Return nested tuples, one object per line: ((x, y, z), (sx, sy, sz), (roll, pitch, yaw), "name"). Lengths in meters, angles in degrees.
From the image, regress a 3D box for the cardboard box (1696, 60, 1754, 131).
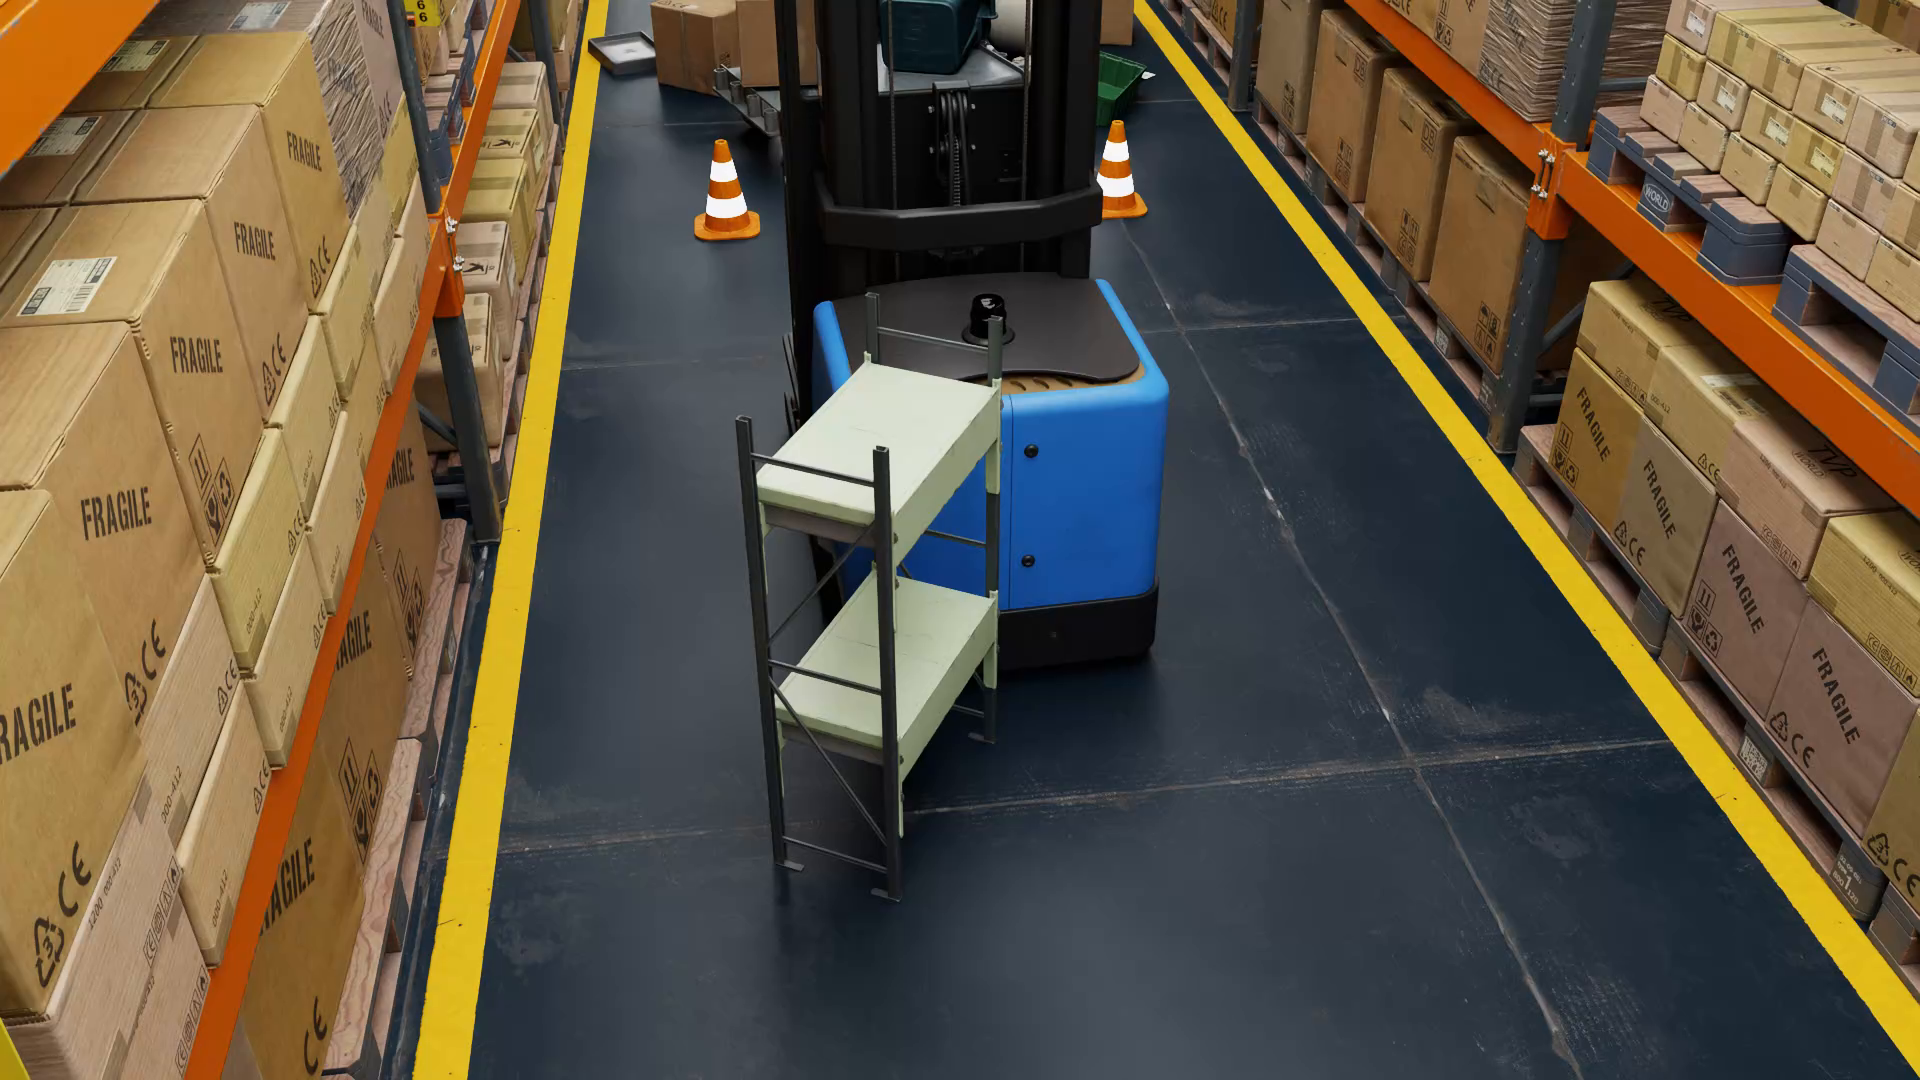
((2.572, -1.408, 5.239), (0.380, 0.149, 0.250), (-3, 34, -4), "cardboard box")

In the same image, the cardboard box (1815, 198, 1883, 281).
((2.676, -0.857, 4.694), (0.380, 0.149, 0.250), (-3, 34, -5), "cardboard box")

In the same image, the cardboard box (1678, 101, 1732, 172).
((2.563, -1.307, 5.354), (0.380, 0.149, 0.250), (-3, 34, -4), "cardboard box")

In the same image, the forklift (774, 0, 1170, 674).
((-0.114, -1.560, 5.937), (1.130, 2.935, 3.031), (-6, 35, -9), "forklift")

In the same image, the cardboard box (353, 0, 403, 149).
((-1.895, -1.406, 4.673), (0.500, 0.500, 0.500), (-5, 35, -8), "cardboard box")

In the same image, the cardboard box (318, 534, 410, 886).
((-2.098, 0.374, 4.551), (0.875, 0.875, 0.875), (-4, 34, -6), "cardboard box")

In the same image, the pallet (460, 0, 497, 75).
((-2.531, -2.243, 7.047), (1.003, 0.211, 1.213), (-4, 35, -6), "pallet")

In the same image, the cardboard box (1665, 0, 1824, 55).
((2.538, -1.692, 5.391), (0.380, 0.149, 0.250), (-4, 35, -6), "cardboard box")

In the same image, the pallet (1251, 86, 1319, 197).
((2.308, -2.306, 9.447), (1.003, 0.211, 1.213), (-4, 35, -6), "pallet")

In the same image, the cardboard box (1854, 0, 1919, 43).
((3.188, -1.728, 5.444), (0.380, 0.149, 0.250), (-6, 35, -8), "cardboard box")

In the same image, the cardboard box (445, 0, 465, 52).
((-2.096, -1.957, 6.308), (0.380, 0.149, 0.250), (-4, 34, -6), "cardboard box")

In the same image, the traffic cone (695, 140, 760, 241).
((-1.208, -1.818, 8.507), (0.336, 0.463, 0.334), (-4, 35, -6), "traffic cone")

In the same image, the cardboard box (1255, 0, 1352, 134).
((2.302, -2.788, 9.302), (1.050, 0.750, 0.750), (-5, 35, -7), "cardboard box")

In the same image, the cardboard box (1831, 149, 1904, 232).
((2.678, -0.980, 4.610), (0.380, 0.149, 0.250), (-4, 35, -6), "cardboard box")

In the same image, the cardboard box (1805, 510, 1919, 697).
((2.714, 0.152, 4.544), (0.500, 0.250, 0.500), (-6, 35, -8), "cardboard box")

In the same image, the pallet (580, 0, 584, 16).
((-3.216, -4.034, 11.982), (1.003, 0.211, 1.213), (-4, 35, -6), "pallet")

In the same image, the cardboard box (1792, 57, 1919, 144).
((2.640, -1.260, 4.757), (0.380, 0.149, 0.250), (-6, 35, -8), "cardboard box")

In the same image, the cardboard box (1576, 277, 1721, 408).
((2.520, -0.699, 5.793), (0.500, 0.250, 0.500), (-6, 35, -9), "cardboard box")

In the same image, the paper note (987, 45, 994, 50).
((0.133, -3.273, 11.032), (0.172, 0.023, 0.155), (7, 35, 10), "paper note")

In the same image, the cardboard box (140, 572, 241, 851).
((-1.564, 0.312, 2.818), (0.500, 0.250, 0.500), (-4, 34, -6), "cardboard box")

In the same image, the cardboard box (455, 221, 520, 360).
((-2.397, -1.035, 7.066), (0.950, 0.372, 0.625), (-5, 35, -7), "cardboard box")

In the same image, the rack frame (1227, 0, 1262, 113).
((2.129, -3.884, 9.285), (1.000, 3.000, 0.127), (-4, 35, -6), "rack frame")

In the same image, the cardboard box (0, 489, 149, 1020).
((-1.460, 0.290, 2.184), (0.500, 0.500, 0.500), (-4, 34, -6), "cardboard box")

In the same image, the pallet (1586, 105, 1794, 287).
((2.869, -1.183, 5.492), (1.213, 0.211, 1.003), (-4, 35, -6), "pallet")

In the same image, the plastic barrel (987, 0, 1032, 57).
((0.457, -3.336, 10.769), (0.512, 0.421, 0.421), (20, 39, 26), "plastic barrel")

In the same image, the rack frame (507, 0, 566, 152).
((-2.762, -3.452, 8.652), (1.000, 3.000, 0.127), (-4, 35, -6), "rack frame")

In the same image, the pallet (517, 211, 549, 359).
((-2.489, -1.183, 7.799), (1.003, 0.211, 1.213), (-4, 35, -6), "pallet")

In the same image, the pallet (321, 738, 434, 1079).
((-2.032, 1.057, 4.511), (1.003, 0.211, 1.213), (-4, 35, -6), "pallet")

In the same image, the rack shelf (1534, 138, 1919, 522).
((2.936, -0.238, 4.575), (1.077, 0.370, 4.000), (-4, 35, -6), "rack shelf")

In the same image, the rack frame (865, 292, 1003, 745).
((-0.073, -0.015, 4.940), (0.400, 1.500, 0.023), (13, 36, 19), "rack frame")

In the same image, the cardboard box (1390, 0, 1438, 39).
((2.208, -2.481, 7.139), (0.500, 0.500, 0.500), (-5, 35, -7), "cardboard box")

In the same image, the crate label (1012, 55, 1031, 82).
((0.452, -2.953, 10.461), (0.250, 0.136, 0.298), (27, 43, 34), "crate label")

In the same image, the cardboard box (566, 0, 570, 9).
((-2.658, -3.447, 10.047), (0.500, 0.500, 0.500), (-3, 34, -4), "cardboard box")

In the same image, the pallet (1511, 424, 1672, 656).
((2.771, -0.063, 6.155), (1.003, 0.211, 1.213), (-4, 35, -6), "pallet")

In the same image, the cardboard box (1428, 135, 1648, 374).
((2.675, -1.242, 7.034), (1.050, 0.750, 0.750), (-5, 35, -7), "cardboard box")

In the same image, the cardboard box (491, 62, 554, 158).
((-2.689, -2.248, 8.845), (0.950, 0.372, 0.625), (-4, 34, -6), "cardboard box")

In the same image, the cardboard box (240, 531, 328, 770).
((-1.608, 0.233, 3.378), (0.500, 0.250, 0.500), (-5, 35, -7), "cardboard box")

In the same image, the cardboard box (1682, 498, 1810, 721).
((2.654, 0.188, 5.157), (0.500, 0.500, 0.500), (-5, 35, -8), "cardboard box")

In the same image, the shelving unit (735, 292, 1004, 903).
((-0.214, 0.175, 4.661), (0.431, 1.500, 0.755), (13, 36, 19), "shelving unit")

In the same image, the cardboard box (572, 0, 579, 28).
((-2.731, -3.432, 10.692), (0.500, 0.250, 0.500), (-5, 35, -7), "cardboard box")

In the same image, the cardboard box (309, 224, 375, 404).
((-1.746, -0.544, 4.074), (0.500, 0.250, 0.500), (-5, 35, -8), "cardboard box")

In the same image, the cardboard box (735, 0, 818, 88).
((-1.002, -2.884, 9.365), (0.500, 0.500, 0.500), (-4, 35, -6), "cardboard box")

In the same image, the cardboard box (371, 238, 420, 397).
((-1.815, -0.612, 4.617), (0.500, 0.250, 0.500), (-4, 34, -6), "cardboard box")

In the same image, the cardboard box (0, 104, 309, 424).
((-1.697, -0.560, 3.431), (0.500, 0.500, 0.500), (-5, 35, -7), "cardboard box")
